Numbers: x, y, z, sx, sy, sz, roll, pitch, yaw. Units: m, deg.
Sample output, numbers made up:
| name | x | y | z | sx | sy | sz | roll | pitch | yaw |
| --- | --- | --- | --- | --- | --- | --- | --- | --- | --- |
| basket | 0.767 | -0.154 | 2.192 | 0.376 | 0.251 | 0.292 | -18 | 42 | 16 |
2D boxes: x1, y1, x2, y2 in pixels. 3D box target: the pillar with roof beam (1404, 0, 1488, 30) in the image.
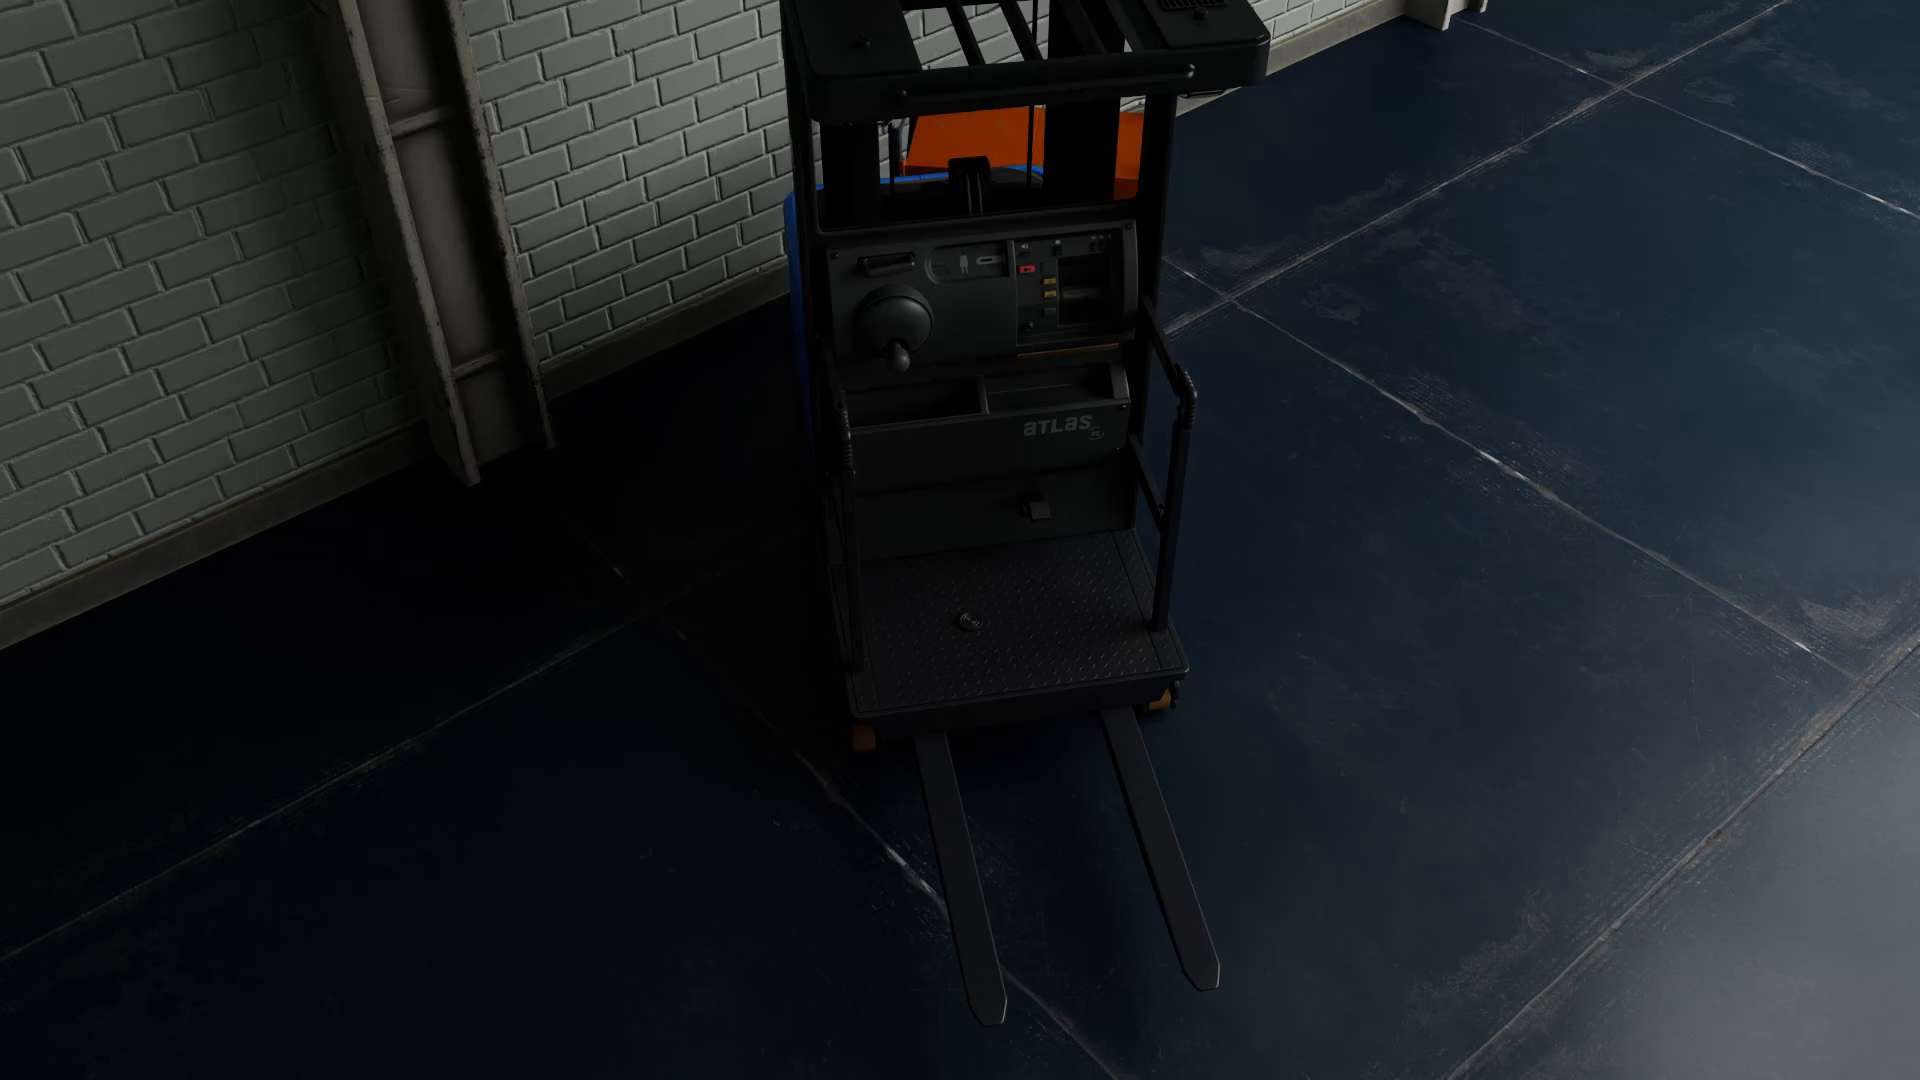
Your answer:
| name | x | y | z | sx | sy | sz | roll | pitch | yaw |
| --- | --- | --- | --- | --- | --- | --- | --- | --- | --- |
| pillar with roof beam | 5.505 | -4.029 | 3.966 | 0.400 | 9.000 | 9.100 | -30 | 51 | -28 |

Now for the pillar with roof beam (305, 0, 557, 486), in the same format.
| name | x | y | z | sx | sy | sz | roll | pitch | yaw |
| --- | --- | --- | --- | --- | --- | --- | --- | --- | --- |
| pillar with roof beam | 0.902 | -1.393 | 1.160 | 0.400 | 9.000 | 9.100 | -30 | 51 | -28 |

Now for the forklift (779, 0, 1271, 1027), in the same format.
| name | x | y | z | sx | sy | sz | roll | pitch | yaw |
| --- | --- | --- | --- | --- | --- | --- | --- | --- | --- |
| forklift | 0.114 | -0.644 | 4.795 | 1.130 | 2.935 | 3.031 | -7 | 44 | -8 |

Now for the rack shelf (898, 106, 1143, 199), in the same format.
| name | x | y | z | sx | sy | sz | roll | pitch | yaw |
| --- | --- | --- | --- | --- | --- | --- | --- | --- | --- |
| rack shelf | 0.290 | -1.482 | 6.579 | 1.000 | 0.278 | 0.538 | 4 | 43 | 5 |

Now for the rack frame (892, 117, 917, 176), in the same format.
| name | x | y | z | sx | sy | sz | roll | pitch | yaw |
| --- | --- | --- | --- | --- | --- | --- | --- | --- | --- |
| rack frame | -0.215 | -1.309 | 6.822 | 0.032 | 1.125 | 0.500 | 4 | 43 | 5 |

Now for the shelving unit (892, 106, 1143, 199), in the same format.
| name | x | y | z | sx | sy | sz | roll | pitch | yaw |
| --- | --- | --- | --- | --- | --- | --- | --- | --- | --- |
| shelving unit | 0.290 | -1.269 | 6.779 | 1.048 | 1.125 | 0.538 | 4 | 43 | 5 |
